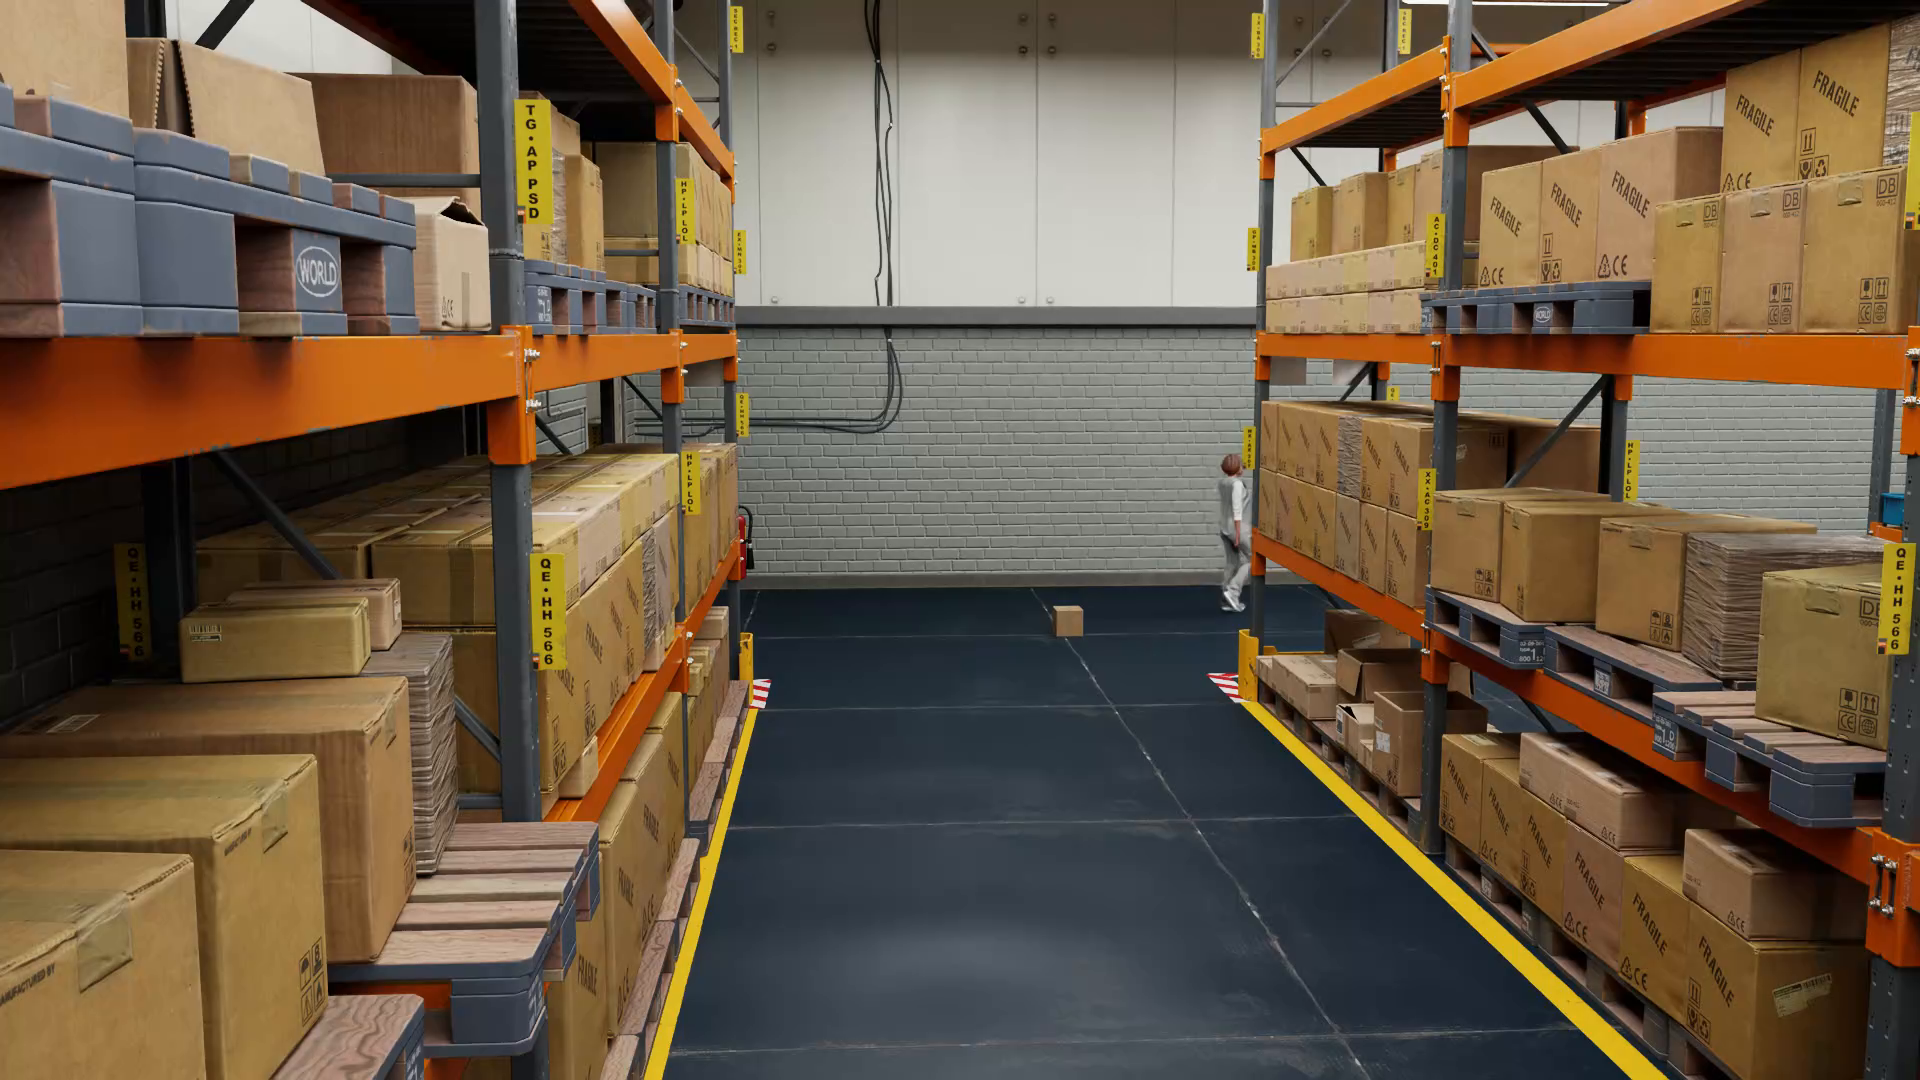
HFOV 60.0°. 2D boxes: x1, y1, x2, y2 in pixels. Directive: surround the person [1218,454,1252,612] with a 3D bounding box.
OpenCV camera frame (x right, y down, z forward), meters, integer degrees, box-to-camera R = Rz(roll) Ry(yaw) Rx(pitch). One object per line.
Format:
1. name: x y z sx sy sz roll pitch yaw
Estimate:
1. person: 2.789 -0.076 16.712 0.399 1.589 0.411 -3 8 -21
